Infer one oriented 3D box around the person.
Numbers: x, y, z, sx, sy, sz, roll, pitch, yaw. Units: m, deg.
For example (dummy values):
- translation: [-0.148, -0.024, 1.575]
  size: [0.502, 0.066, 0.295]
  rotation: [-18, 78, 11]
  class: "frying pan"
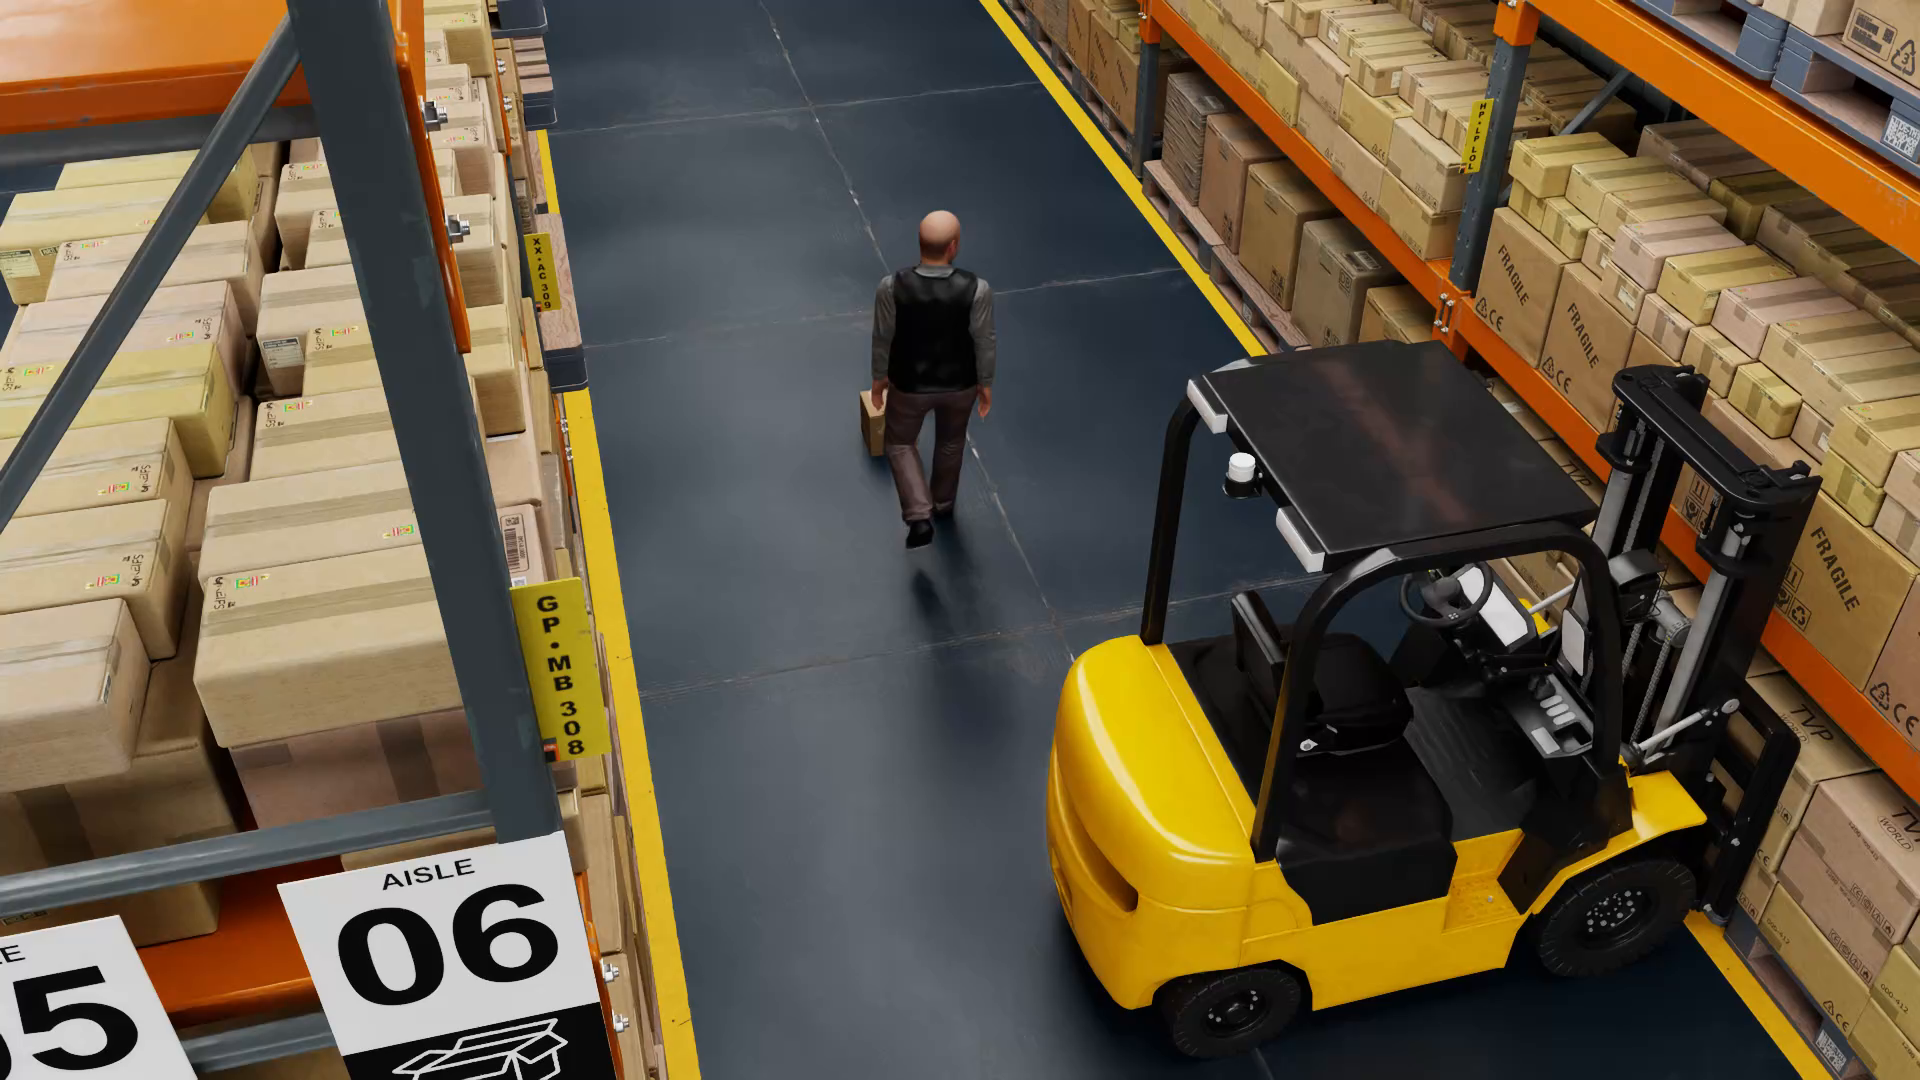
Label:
- translation: [-0.126, -0.721, 7.651]
  size: [0.568, 1.708, 0.759]
  rotation: [-3, 38, -4]
  class: "person"
